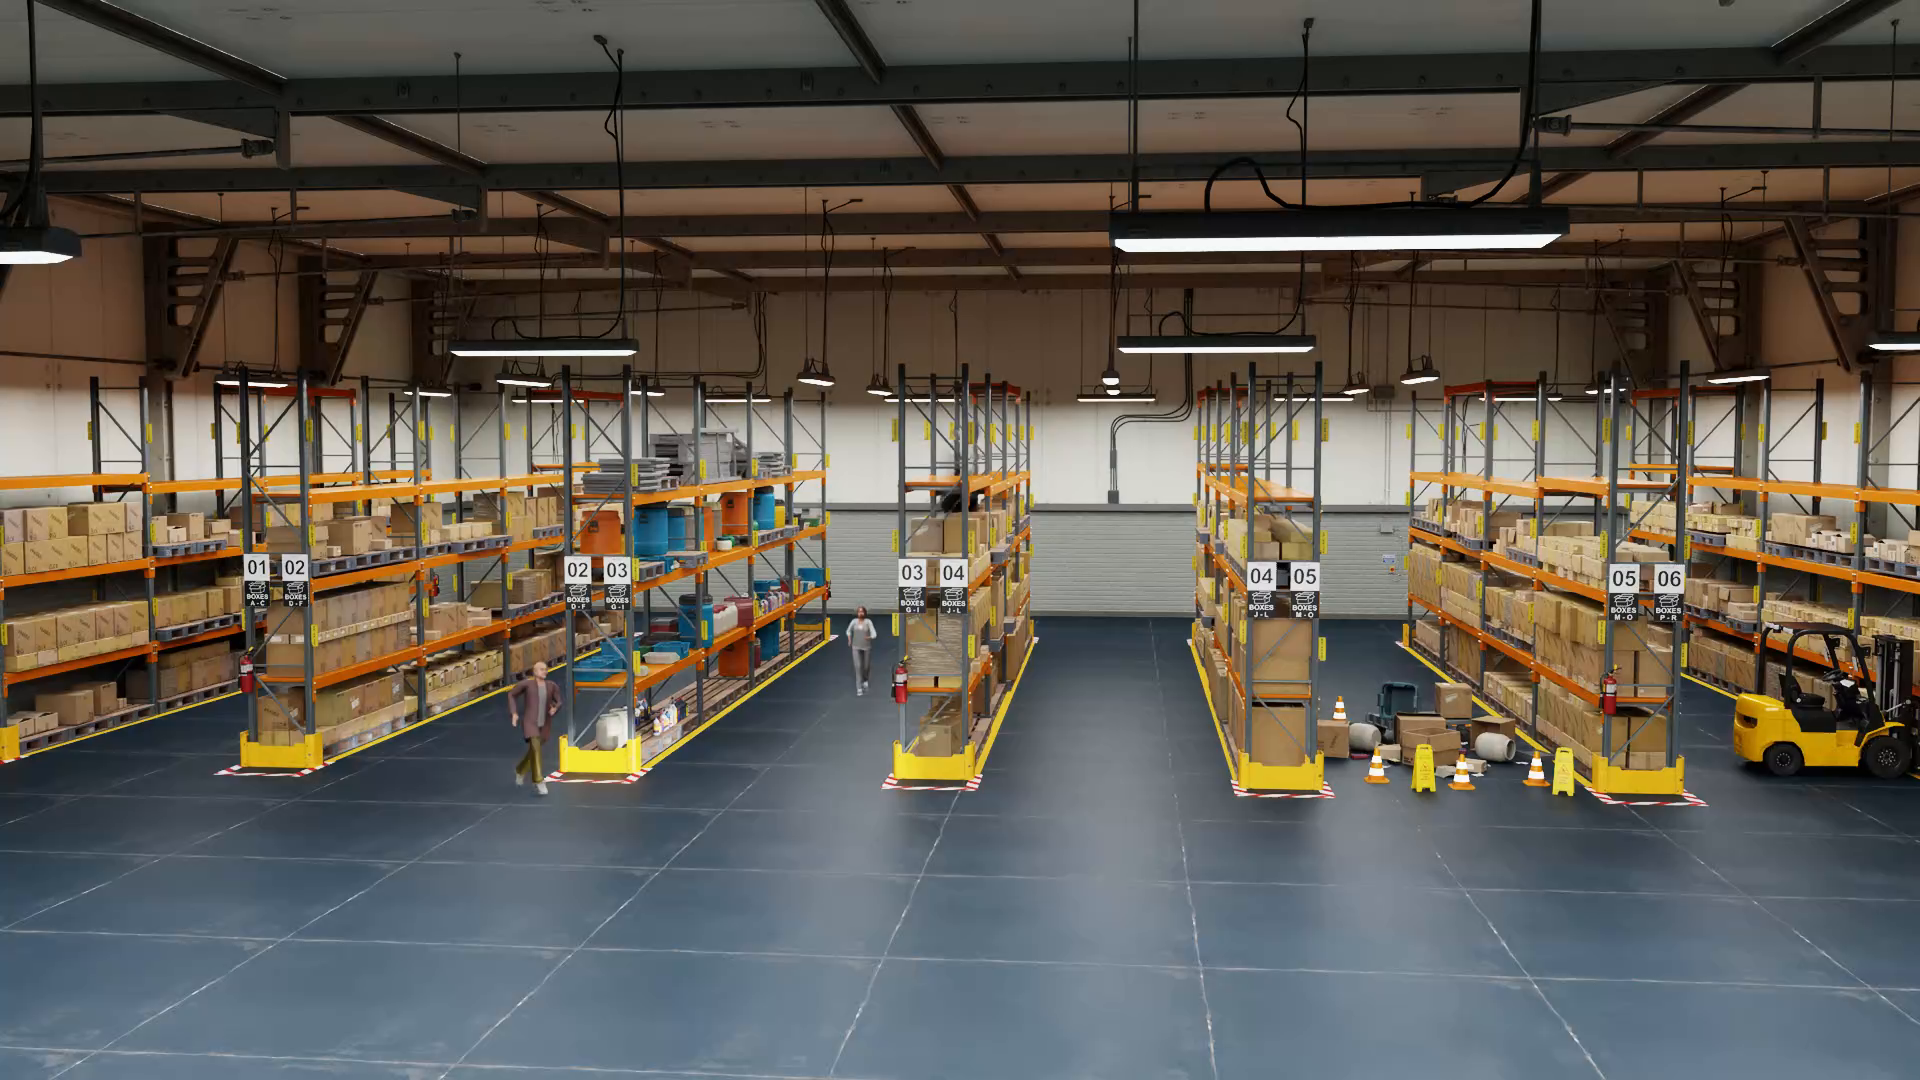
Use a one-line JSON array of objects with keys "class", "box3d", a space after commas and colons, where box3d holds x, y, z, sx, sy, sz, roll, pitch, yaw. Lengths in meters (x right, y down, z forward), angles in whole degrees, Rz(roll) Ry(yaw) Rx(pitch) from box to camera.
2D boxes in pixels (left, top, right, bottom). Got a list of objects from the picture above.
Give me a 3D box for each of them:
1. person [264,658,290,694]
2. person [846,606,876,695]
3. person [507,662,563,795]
[{"class": "person", "box3d": [-11.596, 2.334, 28.454, 0.592, 1.734, 0.684, 0, 4, 0]}, {"class": "person", "box3d": [-1.793, 1.986, 30.130, 0.548, 1.582, 0.740, 0, 4, -1]}, {"class": "person", "box3d": [-5.908, 2.609, 23.373, 0.719, 1.767, 0.987, -3, 5, -41]}]
